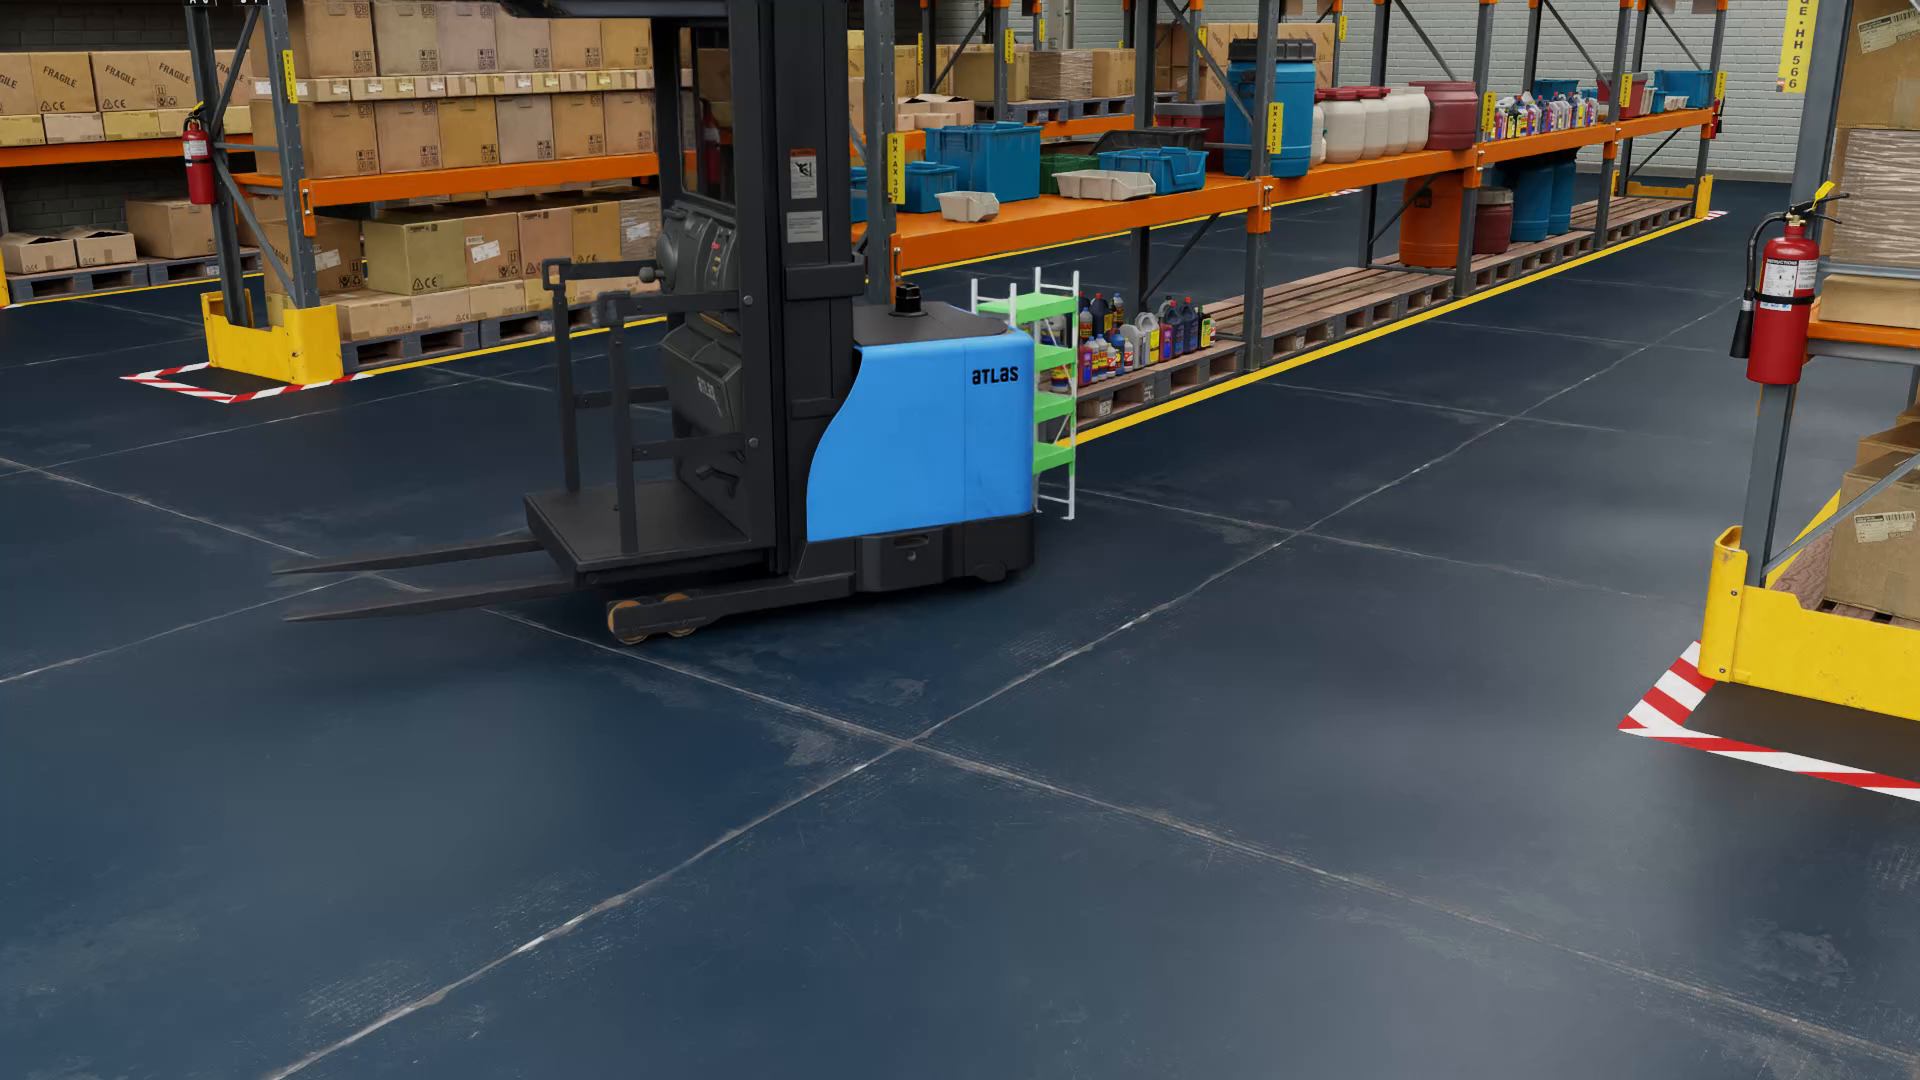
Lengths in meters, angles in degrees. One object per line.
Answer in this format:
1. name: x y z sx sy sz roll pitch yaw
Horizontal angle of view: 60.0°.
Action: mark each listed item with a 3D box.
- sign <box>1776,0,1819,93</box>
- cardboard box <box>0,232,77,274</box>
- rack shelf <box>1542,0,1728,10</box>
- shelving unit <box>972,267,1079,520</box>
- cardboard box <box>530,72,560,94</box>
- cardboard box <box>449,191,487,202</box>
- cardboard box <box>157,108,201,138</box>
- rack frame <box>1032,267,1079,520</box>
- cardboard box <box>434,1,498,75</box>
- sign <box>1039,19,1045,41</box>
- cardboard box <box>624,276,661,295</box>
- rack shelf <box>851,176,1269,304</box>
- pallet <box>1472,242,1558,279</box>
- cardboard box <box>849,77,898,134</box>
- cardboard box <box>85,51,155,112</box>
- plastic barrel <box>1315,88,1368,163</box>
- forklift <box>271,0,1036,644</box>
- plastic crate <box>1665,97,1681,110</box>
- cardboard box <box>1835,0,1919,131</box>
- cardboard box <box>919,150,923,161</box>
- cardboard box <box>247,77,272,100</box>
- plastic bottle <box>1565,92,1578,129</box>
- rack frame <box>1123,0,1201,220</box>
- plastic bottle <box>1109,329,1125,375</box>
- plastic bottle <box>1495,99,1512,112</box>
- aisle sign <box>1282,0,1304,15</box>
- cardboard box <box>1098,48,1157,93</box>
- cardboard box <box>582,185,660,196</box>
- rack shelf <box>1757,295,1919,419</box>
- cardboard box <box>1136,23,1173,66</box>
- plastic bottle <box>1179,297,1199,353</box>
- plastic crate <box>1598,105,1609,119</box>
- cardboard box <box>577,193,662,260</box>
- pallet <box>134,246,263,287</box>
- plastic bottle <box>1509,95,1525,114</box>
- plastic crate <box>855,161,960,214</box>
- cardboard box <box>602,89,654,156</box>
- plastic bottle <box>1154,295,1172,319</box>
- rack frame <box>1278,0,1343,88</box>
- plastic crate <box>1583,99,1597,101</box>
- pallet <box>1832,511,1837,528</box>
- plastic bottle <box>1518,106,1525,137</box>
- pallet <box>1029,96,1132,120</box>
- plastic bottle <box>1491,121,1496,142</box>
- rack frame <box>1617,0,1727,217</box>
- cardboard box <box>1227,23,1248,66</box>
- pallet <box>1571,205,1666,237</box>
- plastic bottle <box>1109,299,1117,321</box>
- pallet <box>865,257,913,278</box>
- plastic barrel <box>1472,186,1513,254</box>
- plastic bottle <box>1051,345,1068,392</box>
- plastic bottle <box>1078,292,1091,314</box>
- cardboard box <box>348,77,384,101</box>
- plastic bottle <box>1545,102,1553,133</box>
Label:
1. sign: 2.801 -1.661 5.551 0.100 0.325 0.005 12 21 35
2. cardboard box: -8.215 -2.555 14.707 0.500 0.311 0.500 10 20 29
3. rack shelf: 7.599 -6.153 18.656 1.077 0.370 4.000 12 21 35
4. shelving unit: 0.302 -0.637 7.773 0.258 1.200 0.503 13 22 36
5. cardboard box: -3.239 -3.448 12.526 0.380 0.149 0.250 13 22 36
6. cardboard box: -5.623 -3.760 18.266 0.700 0.500 0.500 12 21 34
7. cardboard box: -7.244 -3.845 15.287 0.500 0.250 0.500 13 21 35
8. rack frame: 0.454 -0.694 7.956 0.240 1.200 0.015 13 22 36
9. cardboard box: -3.790 -3.641 12.056 0.700 0.500 0.500 13 21 35
10. sign: 1.262 -7.858 25.639 0.100 0.325 0.005 12 21 35
11. cardboard box: -2.742 -2.180 13.634 0.500 0.250 0.500 12 21 35
12. rack shelf: 0.449 -1.863 9.897 1.077 0.370 4.000 12 21 35
13. pallet: 5.188 -2.788 16.366 1.003 0.211 1.213 12 21 35
14. cardboard box: -0.939 -4.157 15.903 0.500 0.500 0.500 11 20 32
15. cardboard box: -7.558 -4.075 14.763 0.500 0.500 0.500 12 21 33
16. plastic barrel: 2.824 -3.111 12.476 0.433 0.535 0.433 0 17 0
17. forklift: -1.235 -1.174 6.584 3.031 2.935 1.130 -8 19 -24
18. plastic crate: 8.266 -5.151 19.616 0.396 0.136 0.243 12 21 35
19. cardboard box: 3.364 -1.697 5.793 0.500 0.500 0.500 12 21 35
20. cardboard box: -0.719 -5.625 24.305 0.700 0.500 0.500 12 21 34
21. cardboard box: -4.644 -3.088 11.368 0.380 0.149 0.250 12 21 34
22. plastic bottle: 6.012 -4.244 16.435 0.144 0.351 0.185 12 21 35
23. rack frame: 2.431 -5.464 20.282 1.000 3.000 0.127 12 21 35
24. plastic bottle: 0.972 -1.168 10.304 0.097 0.271 0.097 0 17 0
25. plastic bottle: 5.396 -4.238 16.544 0.152 0.276 0.135 12 21 35
26. aisle sign: 4.620 -7.727 23.184 0.394 0.787 0.004 12 21 35
27. cardboard box: 1.970 -5.639 19.969 0.700 0.500 0.500 5 18 16
28. cardboard box: -2.863 -2.749 14.203 0.500 0.500 0.500 12 21 35
29. rack shelf: 4.427 -0.987 7.079 1.077 0.370 4.000 12 21 35
30. cardboard box: 2.525 -6.156 20.654 0.500 0.500 0.500 13 21 35
31. plastic bottle: 1.488 -1.423 10.994 0.144 0.351 0.185 12 21 33
32. plastic crate: 6.799 -4.576 17.766 0.396 0.136 0.243 12 21 35
33. cardboard box: -2.743 -2.538 13.523 0.500 0.500 0.500 12 21 35
34. pallet: -7.414 -2.644 15.900 1.003 0.211 1.213 12 21 35
35. plastic bottle: 5.264 -4.020 15.715 0.144 0.351 0.185 12 21 35
36. plastic crate: -0.293 -1.985 9.328 0.499 0.251 0.408 12 21 35
37. cardboard box: -2.904 -3.373 13.379 0.700 0.500 0.500 12 21 34
38. plastic bottle: 1.373 -1.449 11.076 0.144 0.351 0.185 12 21 35
39. rack frame: 4.815 -6.417 23.350 1.000 3.000 0.127 12 21 35
40. plastic crate: 7.203 -4.959 18.997 0.293 0.136 0.466 12 21 35
41. pallet: 4.520 -0.018 7.445 1.003 0.211 1.213 12 21 35
42. plastic bottle: 5.125 -3.840 15.267 0.097 0.271 0.097 0 17 0
43. pallet: 1.203 -4.884 18.736 1.003 0.211 1.213 12 21 35
44. plastic bottle: 4.690 -3.632 14.718 0.097 0.201 0.097 0 17 0
45. rack frame: 8.791 -5.541 20.528 1.000 3.000 0.127 12 21 35
46. cardboard box: 3.245 -6.175 20.716 0.500 0.500 0.500 12 21 33
47. pallet: 7.541 -3.730 19.400 1.003 0.211 1.213 12 21 35
48. plastic bottle: 1.014 -1.497 11.343 0.061 0.283 0.133 12 21 35
49. pallet: -1.201 -2.701 16.086 1.003 0.211 1.213 12 21 35
50. plastic barrel: 4.975 -3.073 15.939 0.600 0.588 0.708 12 21 35
51. plastic bottle: 0.588 -1.014 9.809 0.097 0.271 0.097 0 17 0
52. plastic bottle: 0.826 -1.509 11.269 0.144 0.351 0.185 13 22 36
53. cardboard box: -4.157 -3.082 11.349 0.380 0.149 0.250 12 21 33
54. plastic bottle: 5.594 -4.024 15.840 0.061 0.283 0.133 12 21 35
